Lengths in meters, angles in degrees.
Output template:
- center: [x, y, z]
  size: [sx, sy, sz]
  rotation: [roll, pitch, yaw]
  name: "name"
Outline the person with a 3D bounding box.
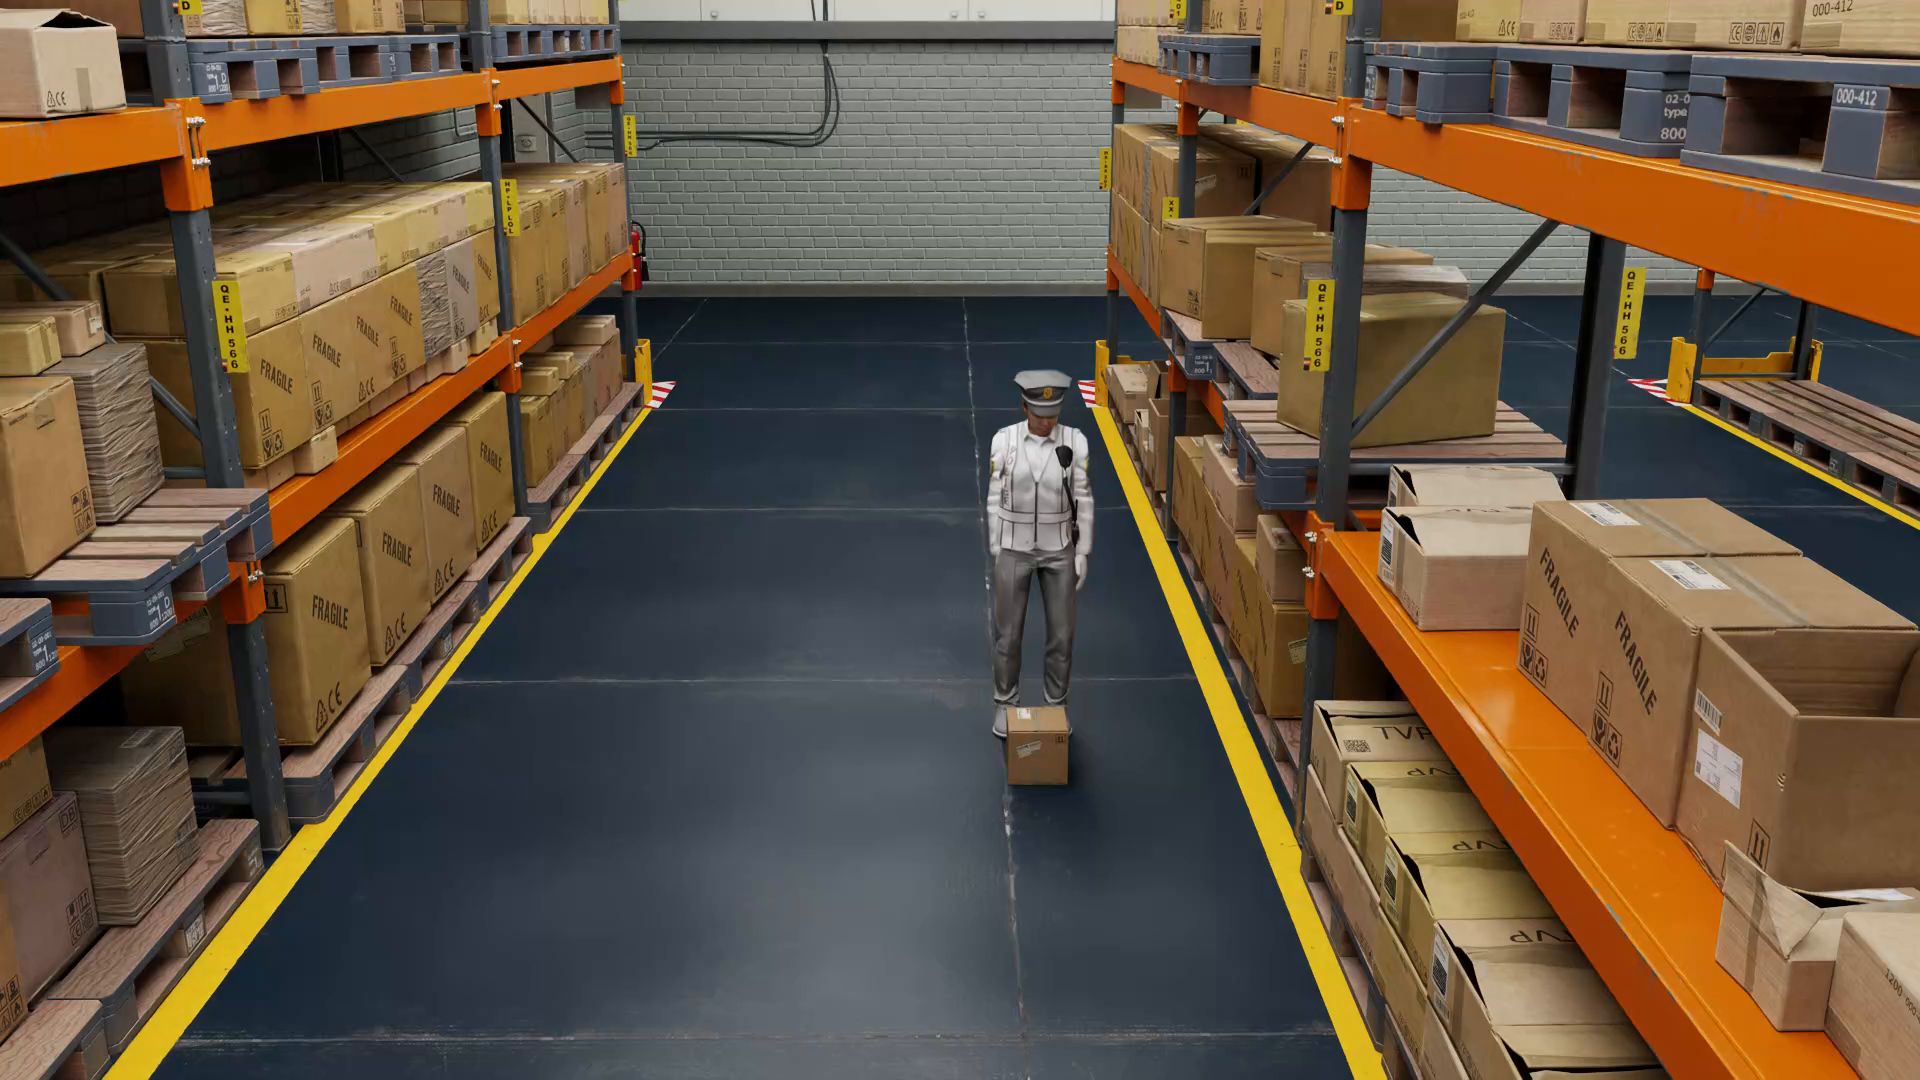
- center: [0.354, 0.069, 7.346]
  size: [0.476, 1.659, 0.338]
  rotation: [0, 17, 0]
  name: "person"
